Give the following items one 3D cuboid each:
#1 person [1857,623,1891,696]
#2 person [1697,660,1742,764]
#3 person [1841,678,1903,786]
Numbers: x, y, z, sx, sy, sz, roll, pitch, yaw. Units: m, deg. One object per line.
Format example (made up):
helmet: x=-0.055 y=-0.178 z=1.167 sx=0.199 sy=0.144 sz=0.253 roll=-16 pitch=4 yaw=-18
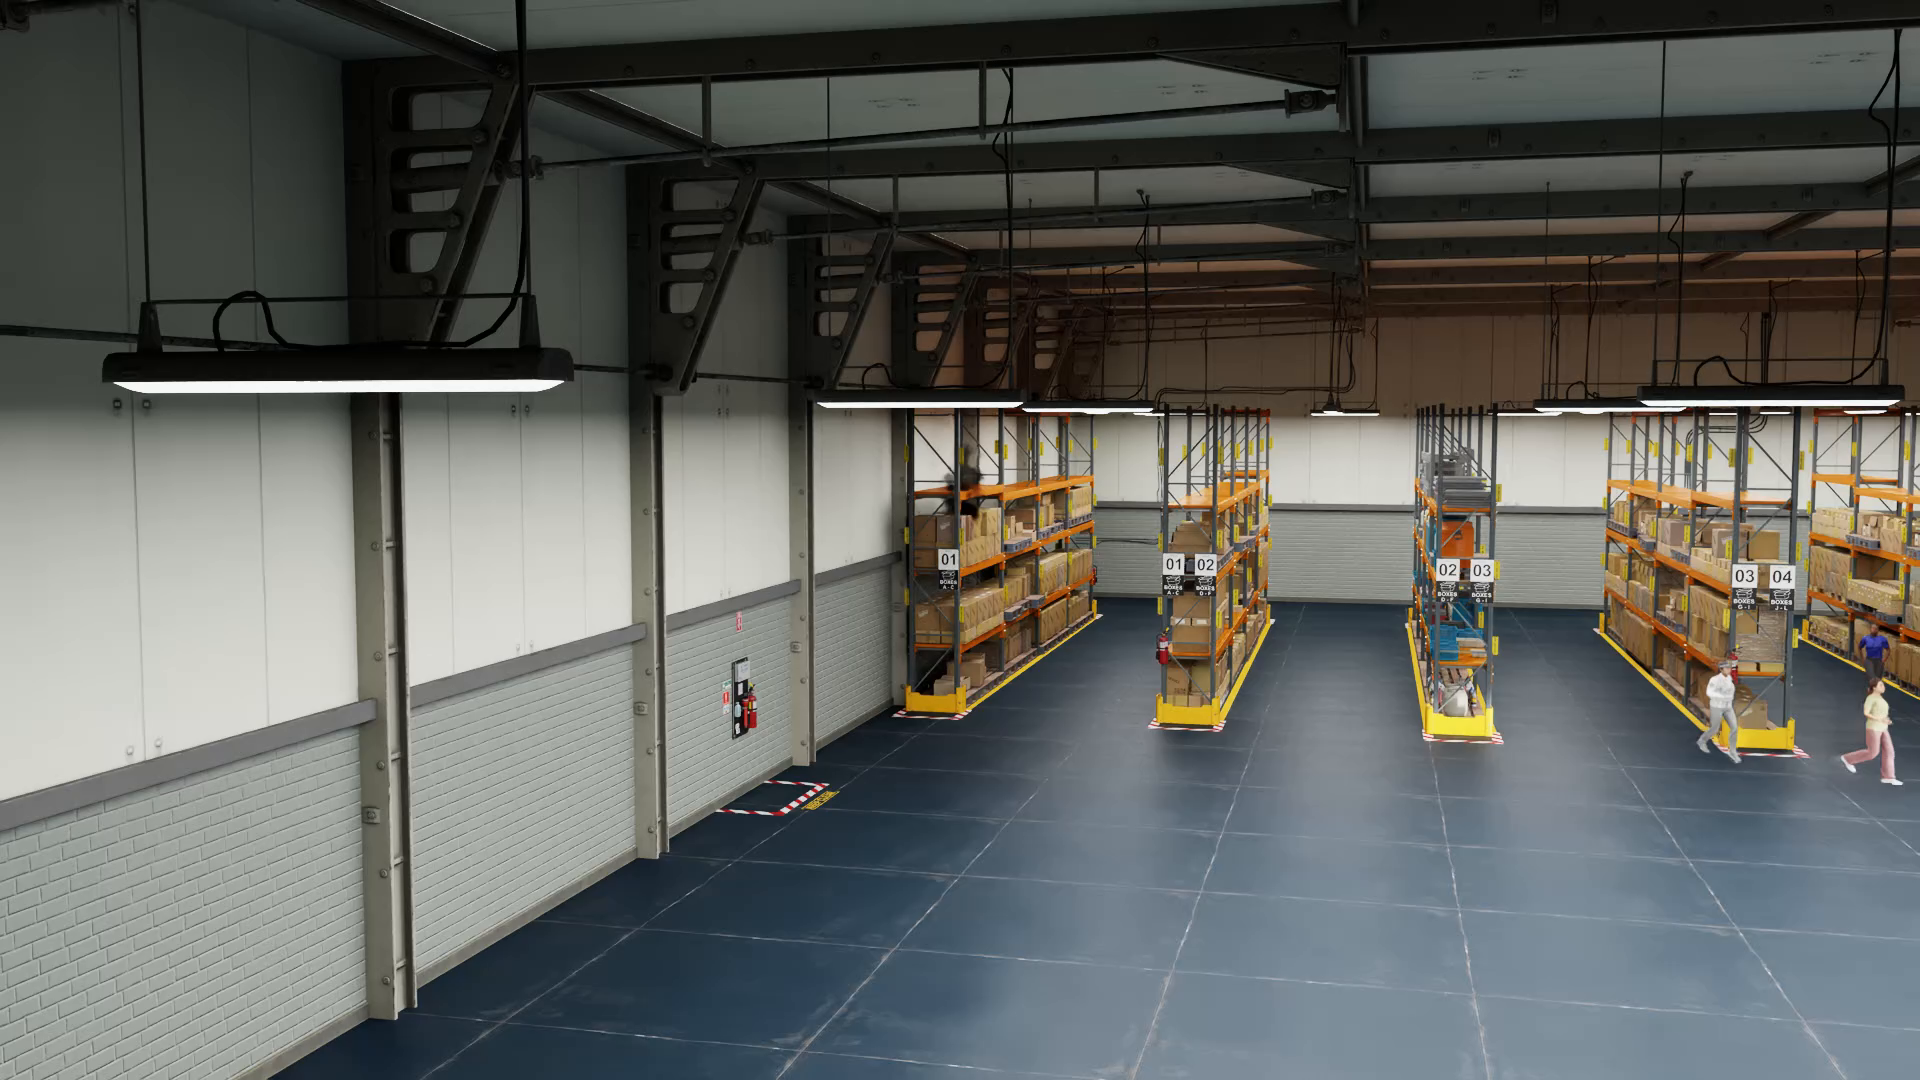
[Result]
person: x=18.279 y=2.489 z=33.277 sx=0.580 sy=1.671 sz=0.734 roll=2 pitch=4 yaw=20
person: x=12.806 y=2.849 z=28.007 sx=0.644 sy=1.713 sz=0.898 roll=-1 pitch=4 yaw=-18
person: x=14.380 y=3.036 z=26.170 sx=0.591 sy=1.558 sz=0.907 roll=-3 pitch=5 yaw=-39
